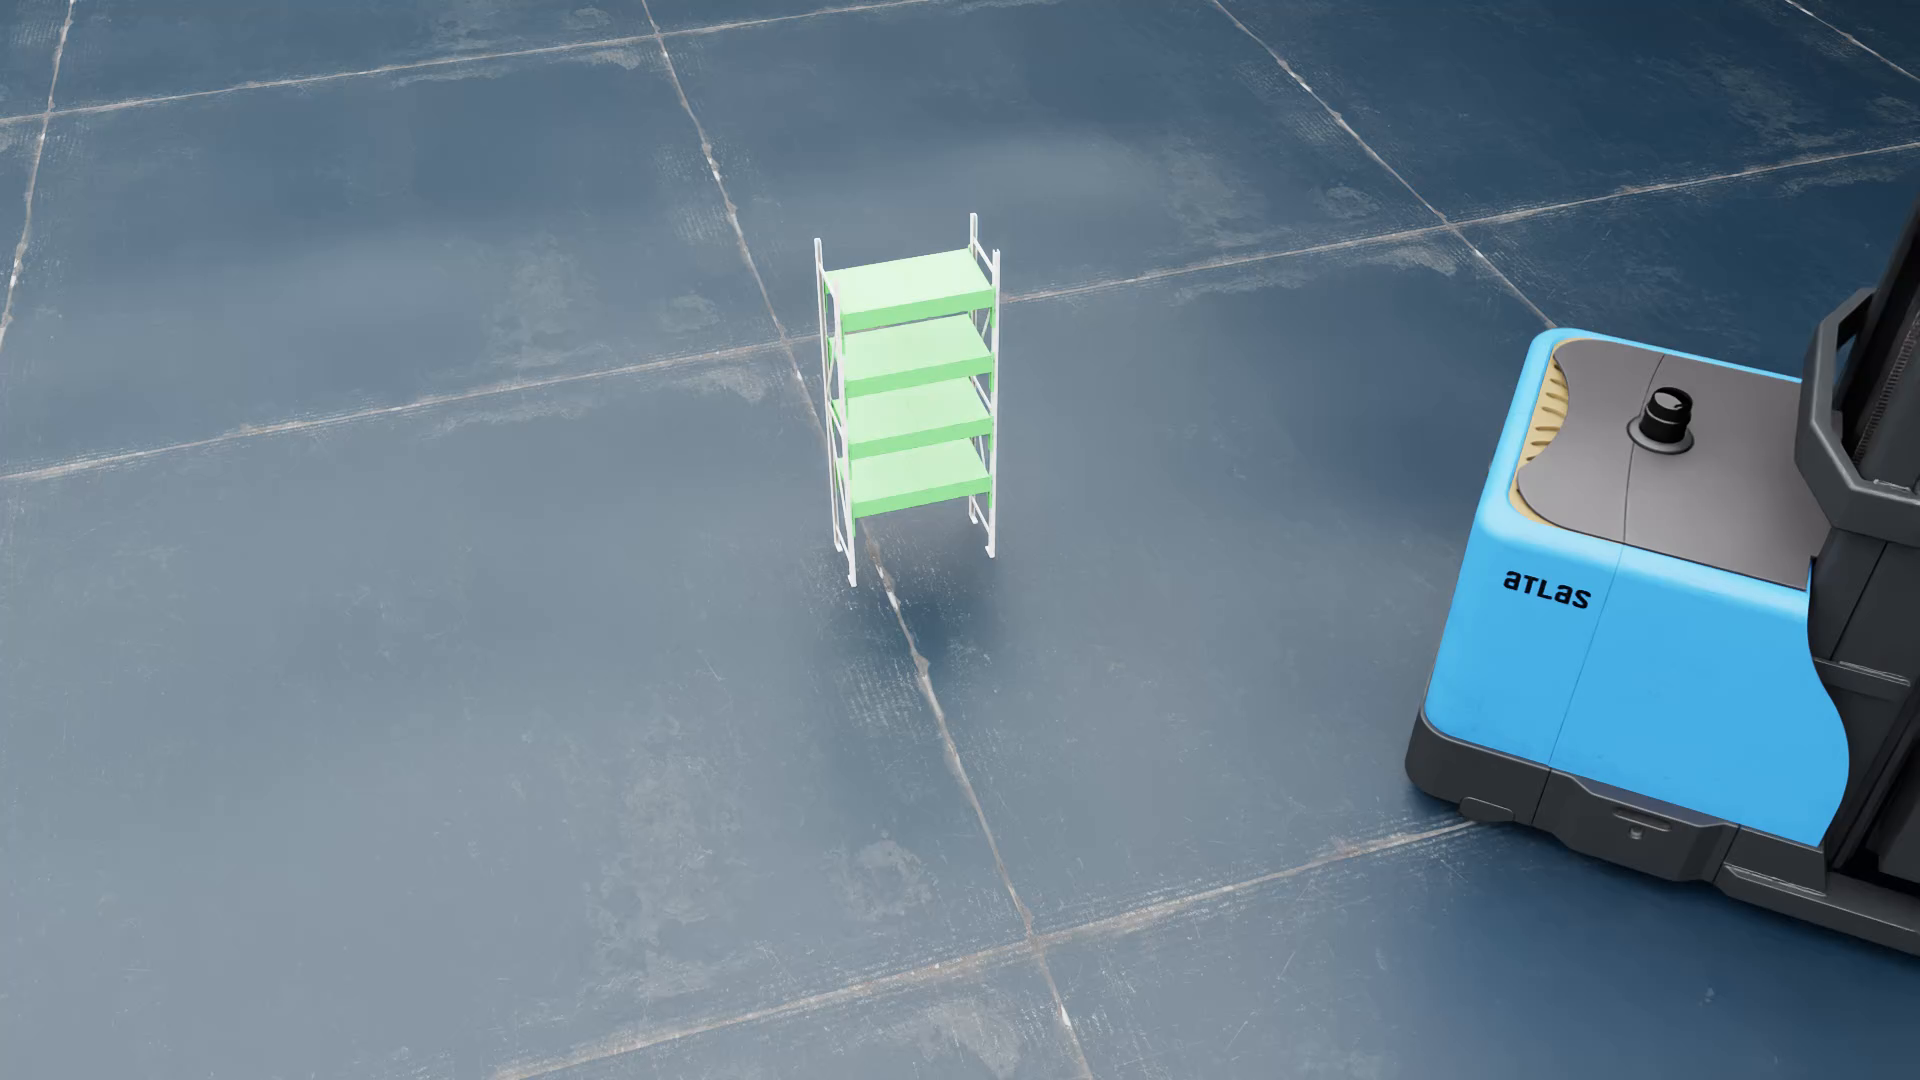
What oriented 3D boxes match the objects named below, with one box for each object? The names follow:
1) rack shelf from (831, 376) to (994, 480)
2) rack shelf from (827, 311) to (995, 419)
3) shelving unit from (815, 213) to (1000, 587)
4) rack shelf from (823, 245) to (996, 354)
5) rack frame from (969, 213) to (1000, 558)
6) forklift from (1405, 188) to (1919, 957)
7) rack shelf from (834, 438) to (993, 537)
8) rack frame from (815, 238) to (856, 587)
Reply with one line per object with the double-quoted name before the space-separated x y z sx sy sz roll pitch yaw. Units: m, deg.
"rack shelf" -0.158 -0.371 5.360 0.480 0.148 0.258 -12 42 -13
"rack shelf" -0.158 -0.552 5.202 0.480 0.148 0.258 -12 42 -13
"shelving unit" -0.158 -0.419 5.318 0.503 1.200 0.258 -12 42 -13
"rack shelf" -0.158 -0.732 5.044 0.480 0.148 0.258 -12 42 -13
"rack frame" 0.075 -0.467 5.373 0.015 1.200 0.240 -12 42 -13
"forklift" 2.867 -0.250 3.809 3.031 2.935 1.130 16 44 18
"rack shelf" -0.158 -0.190 5.518 0.480 0.148 0.258 -12 42 -13
"rack frame" -0.391 -0.371 5.263 0.015 1.200 0.240 -12 42 -13
